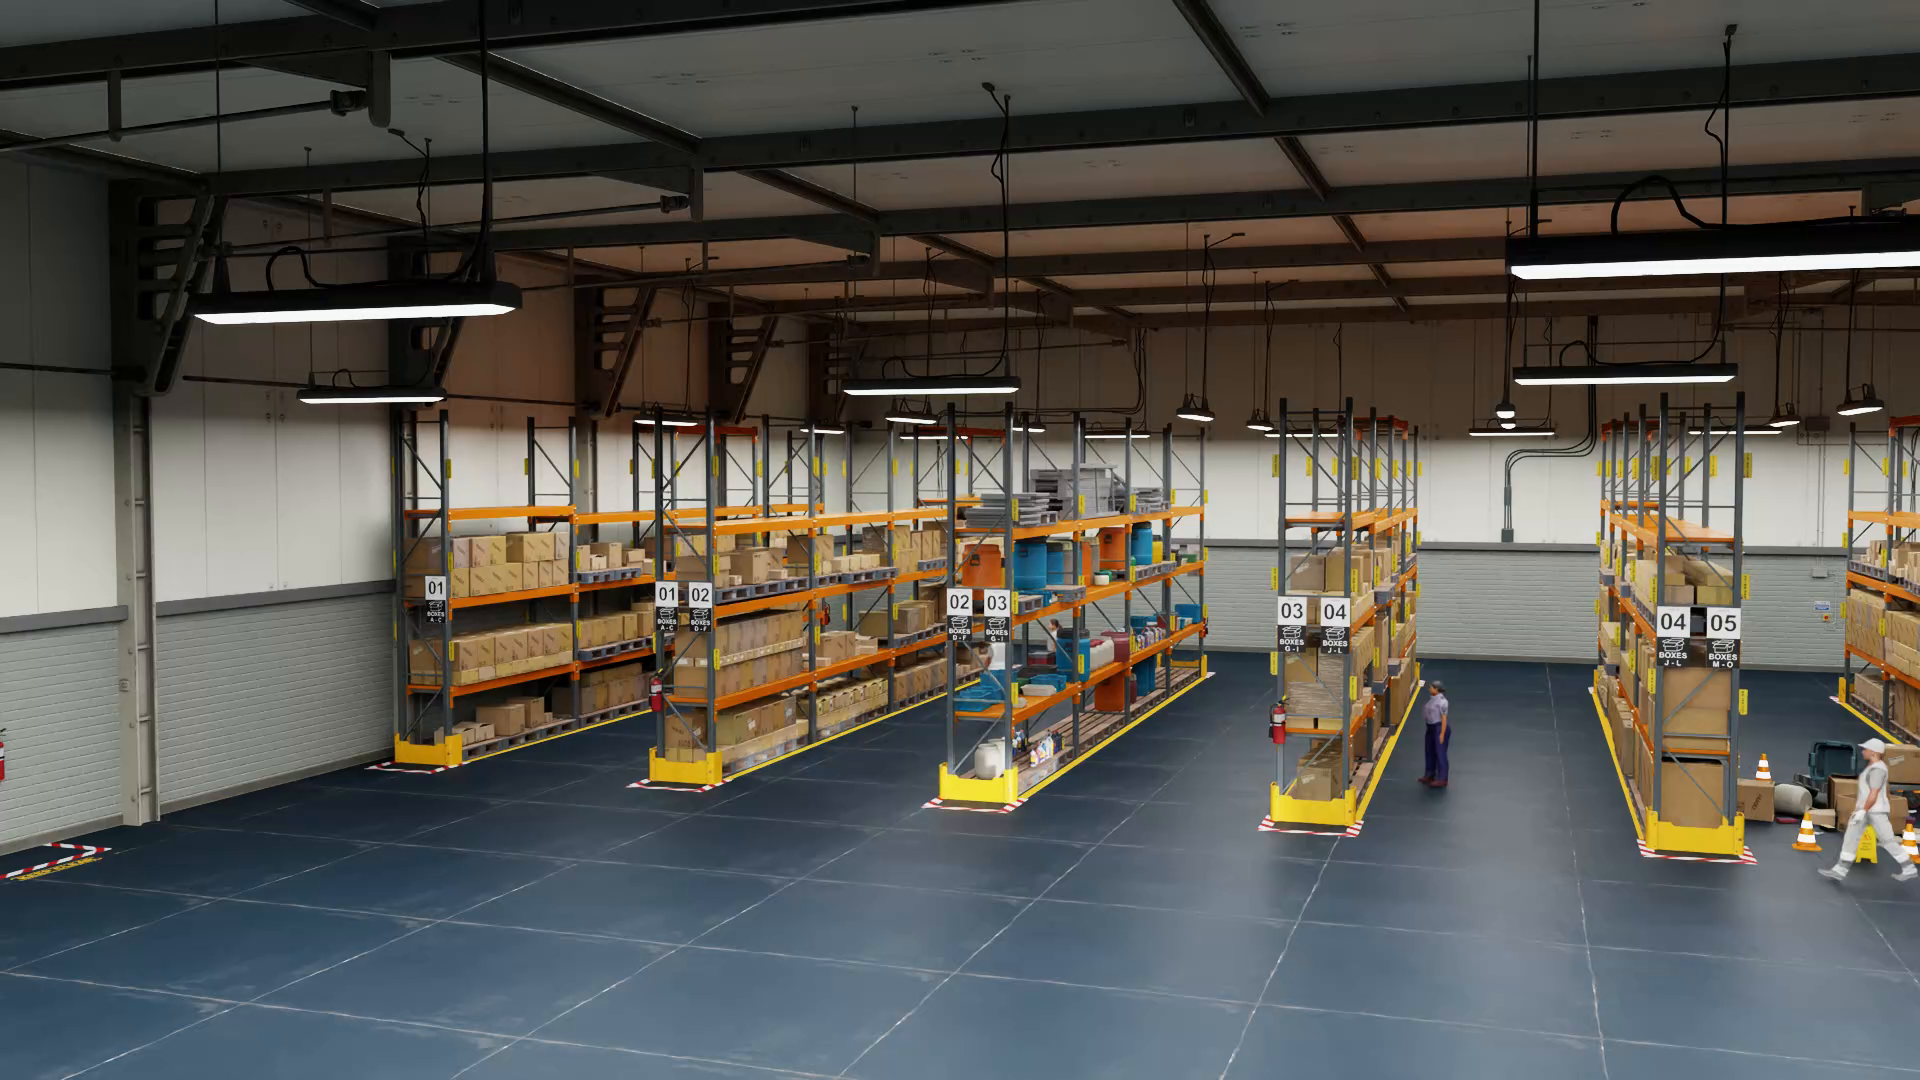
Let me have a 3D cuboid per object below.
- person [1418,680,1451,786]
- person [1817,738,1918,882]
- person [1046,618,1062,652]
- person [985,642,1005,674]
[{"bbox_3d":[7.519,3.041,26.333,0.425,1.649,0.533,0,2,-11],"label":"person"},{"bbox_3d":[10.967,3.267,20.014,1.063,1.752,0.491,0,2,-2],"label":"person"},{"bbox_3d":[2.052,2.585,36.991,0.457,1.653,0.503,0,2,0],"label":"person"},{"bbox_3d":[0.775,2.669,33.479,0.590,1.775,0.622,-1,3,-22],"label":"person"}]
